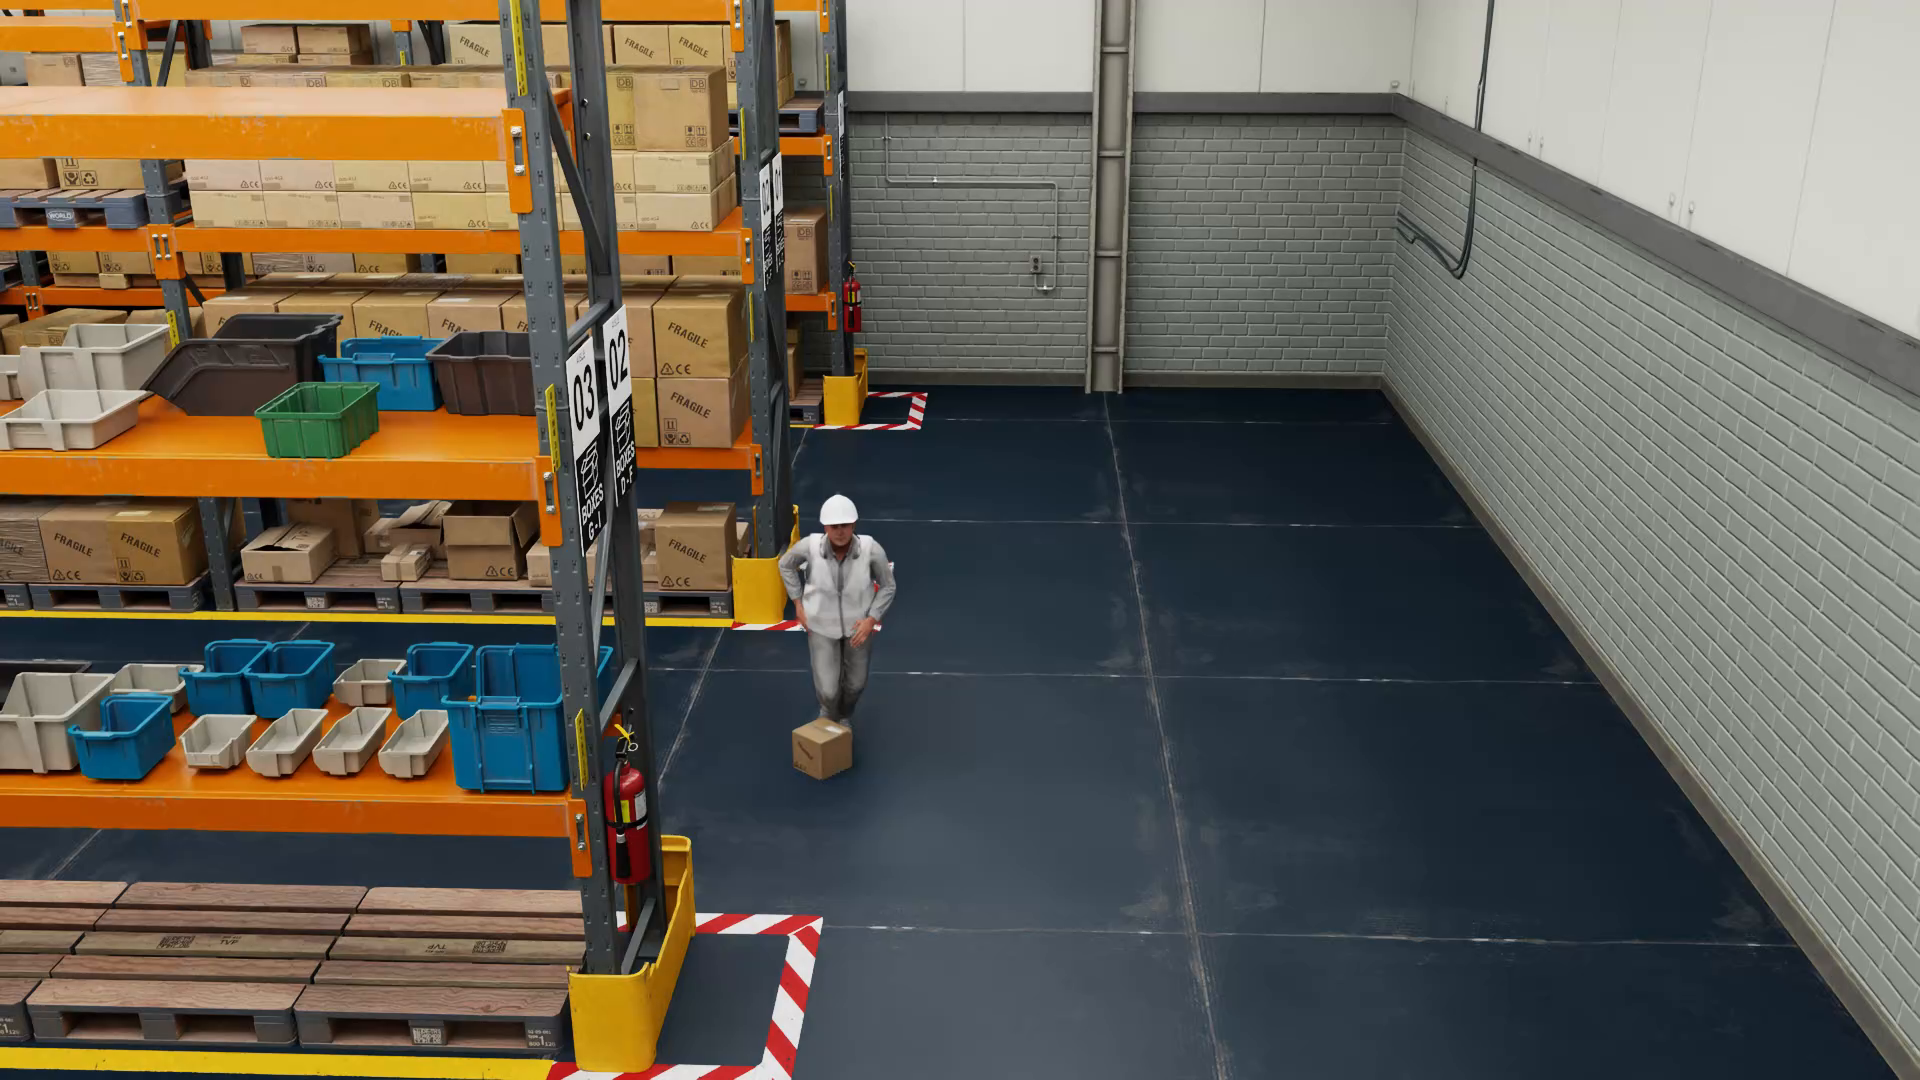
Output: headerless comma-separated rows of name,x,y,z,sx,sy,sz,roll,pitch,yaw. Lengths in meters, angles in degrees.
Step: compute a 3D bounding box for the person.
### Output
person,-0.726,0.475,9.891,0.676,1.682,0.709,-3,21,-9
